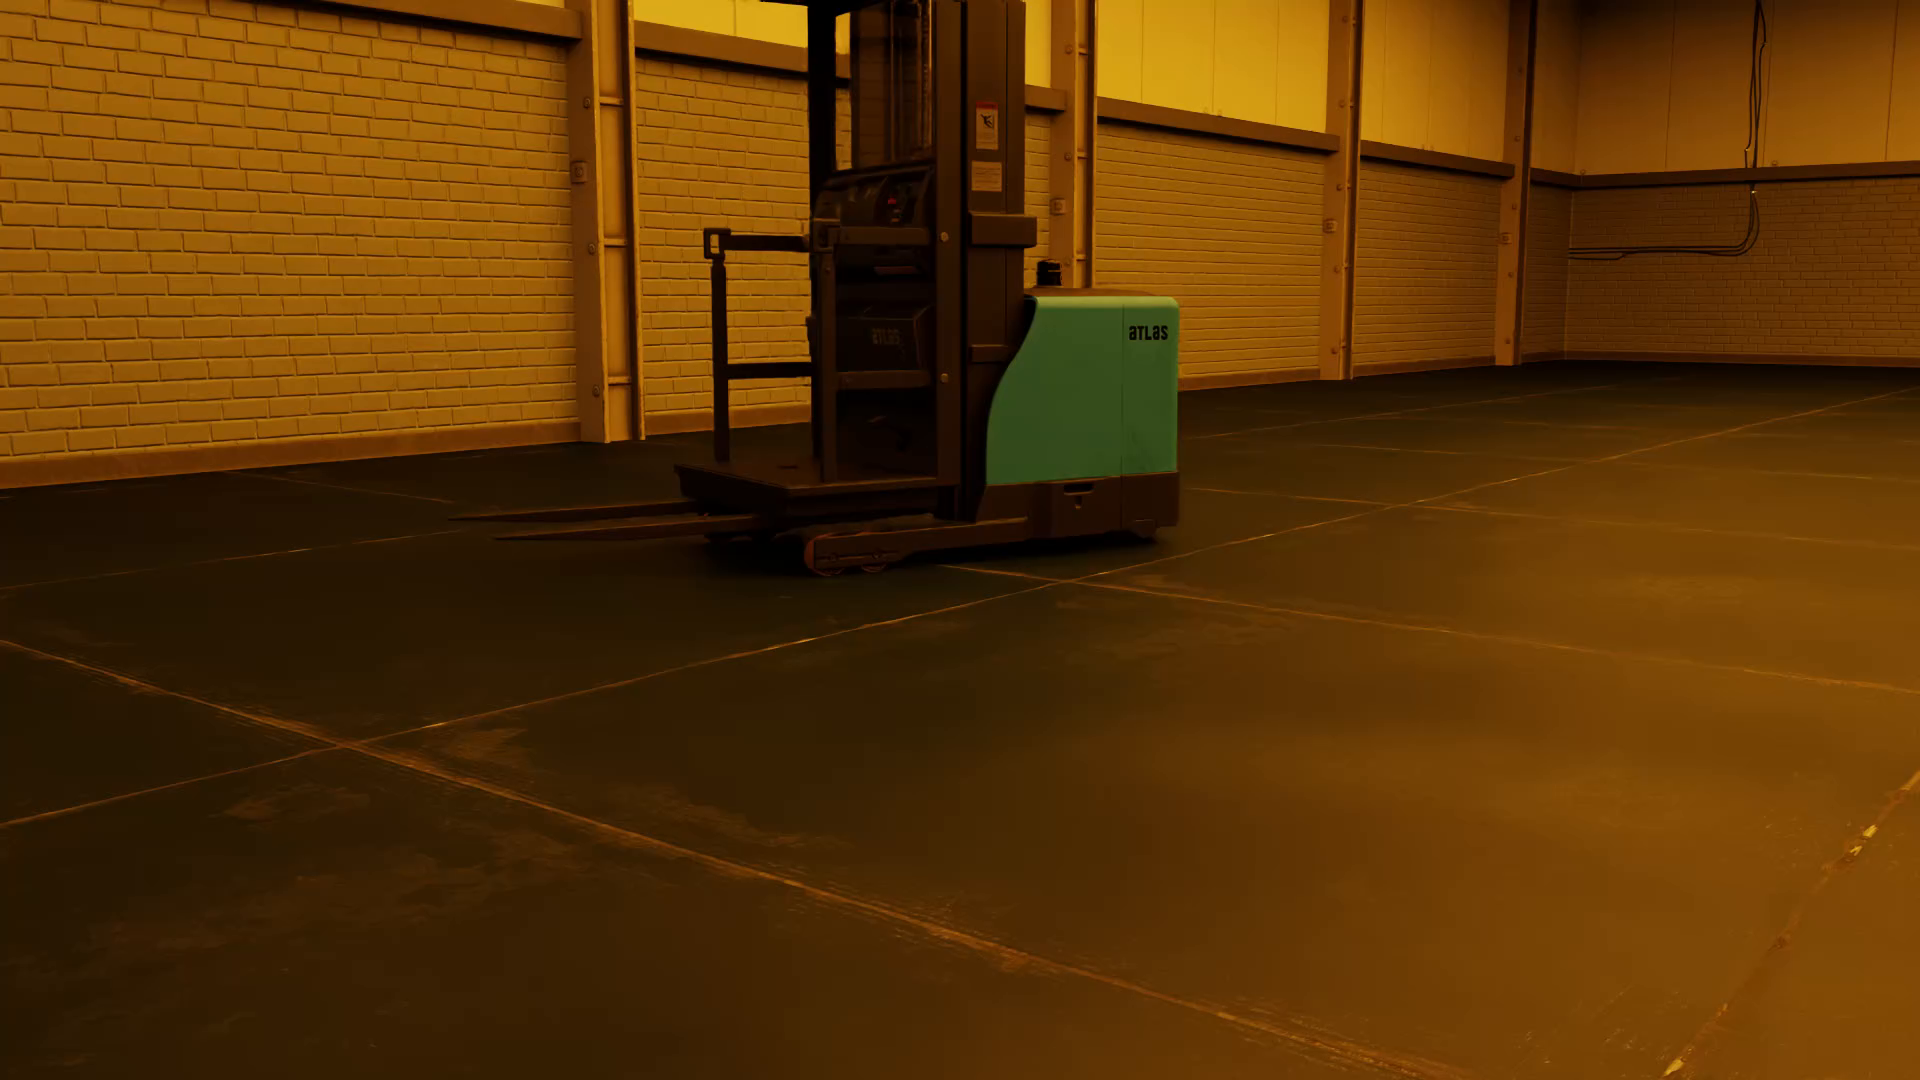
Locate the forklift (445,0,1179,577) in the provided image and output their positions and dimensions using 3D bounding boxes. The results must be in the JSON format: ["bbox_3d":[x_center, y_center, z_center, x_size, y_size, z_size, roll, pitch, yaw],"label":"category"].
[{"bbox_3d":[-0.548,-1.394,6.809,3.031,2.935,1.130,-5,10,-32],"label":"forklift"}]
